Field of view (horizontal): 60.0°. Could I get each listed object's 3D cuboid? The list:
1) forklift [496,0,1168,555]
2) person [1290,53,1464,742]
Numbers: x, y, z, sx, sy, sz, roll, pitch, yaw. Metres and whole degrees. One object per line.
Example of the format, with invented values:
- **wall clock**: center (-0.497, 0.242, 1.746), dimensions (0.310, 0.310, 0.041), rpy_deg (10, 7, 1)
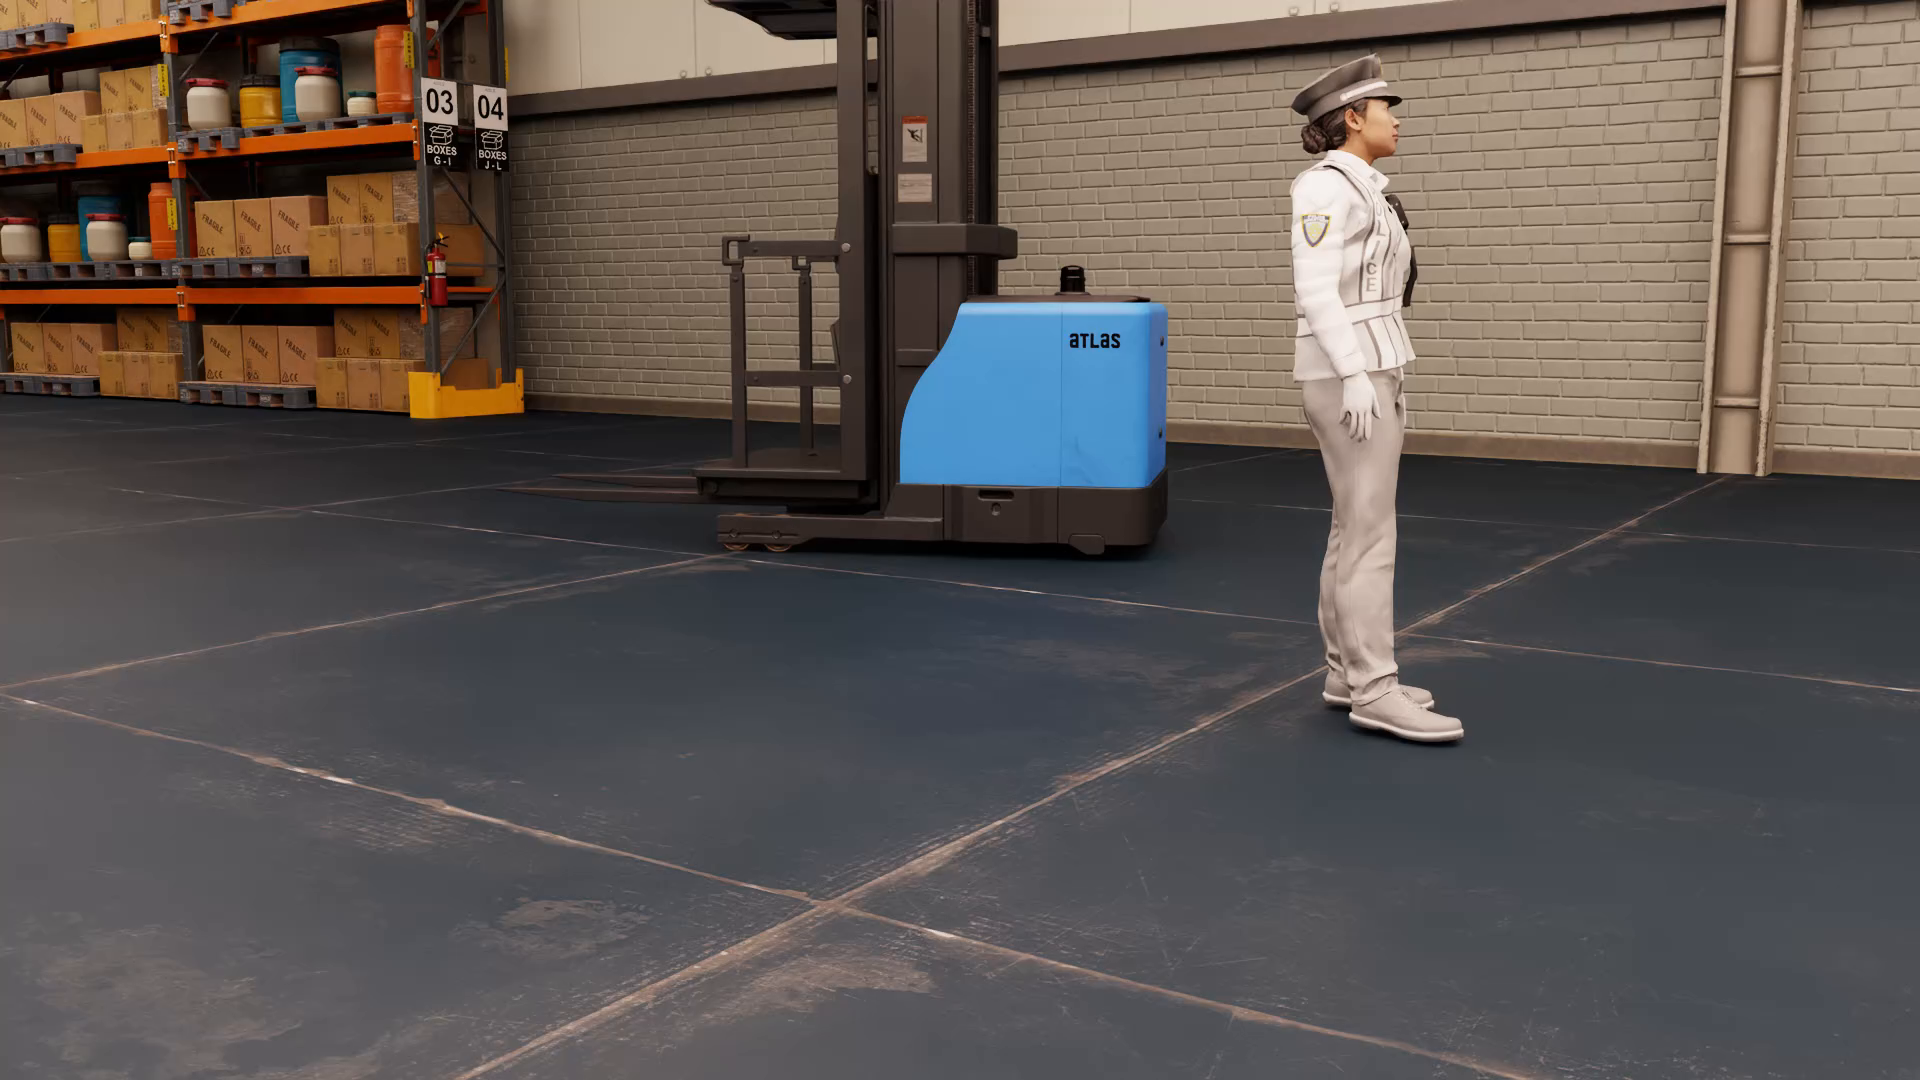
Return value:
- **forklift**: center (-0.596, -1.469, 7.520), dimensions (3.031, 2.935, 1.130), rpy_deg (2, 8, 12)
- **person**: center (1.089, -0.390, 4.277), dimensions (0.529, 1.694, 0.588), rpy_deg (4, 9, 24)
